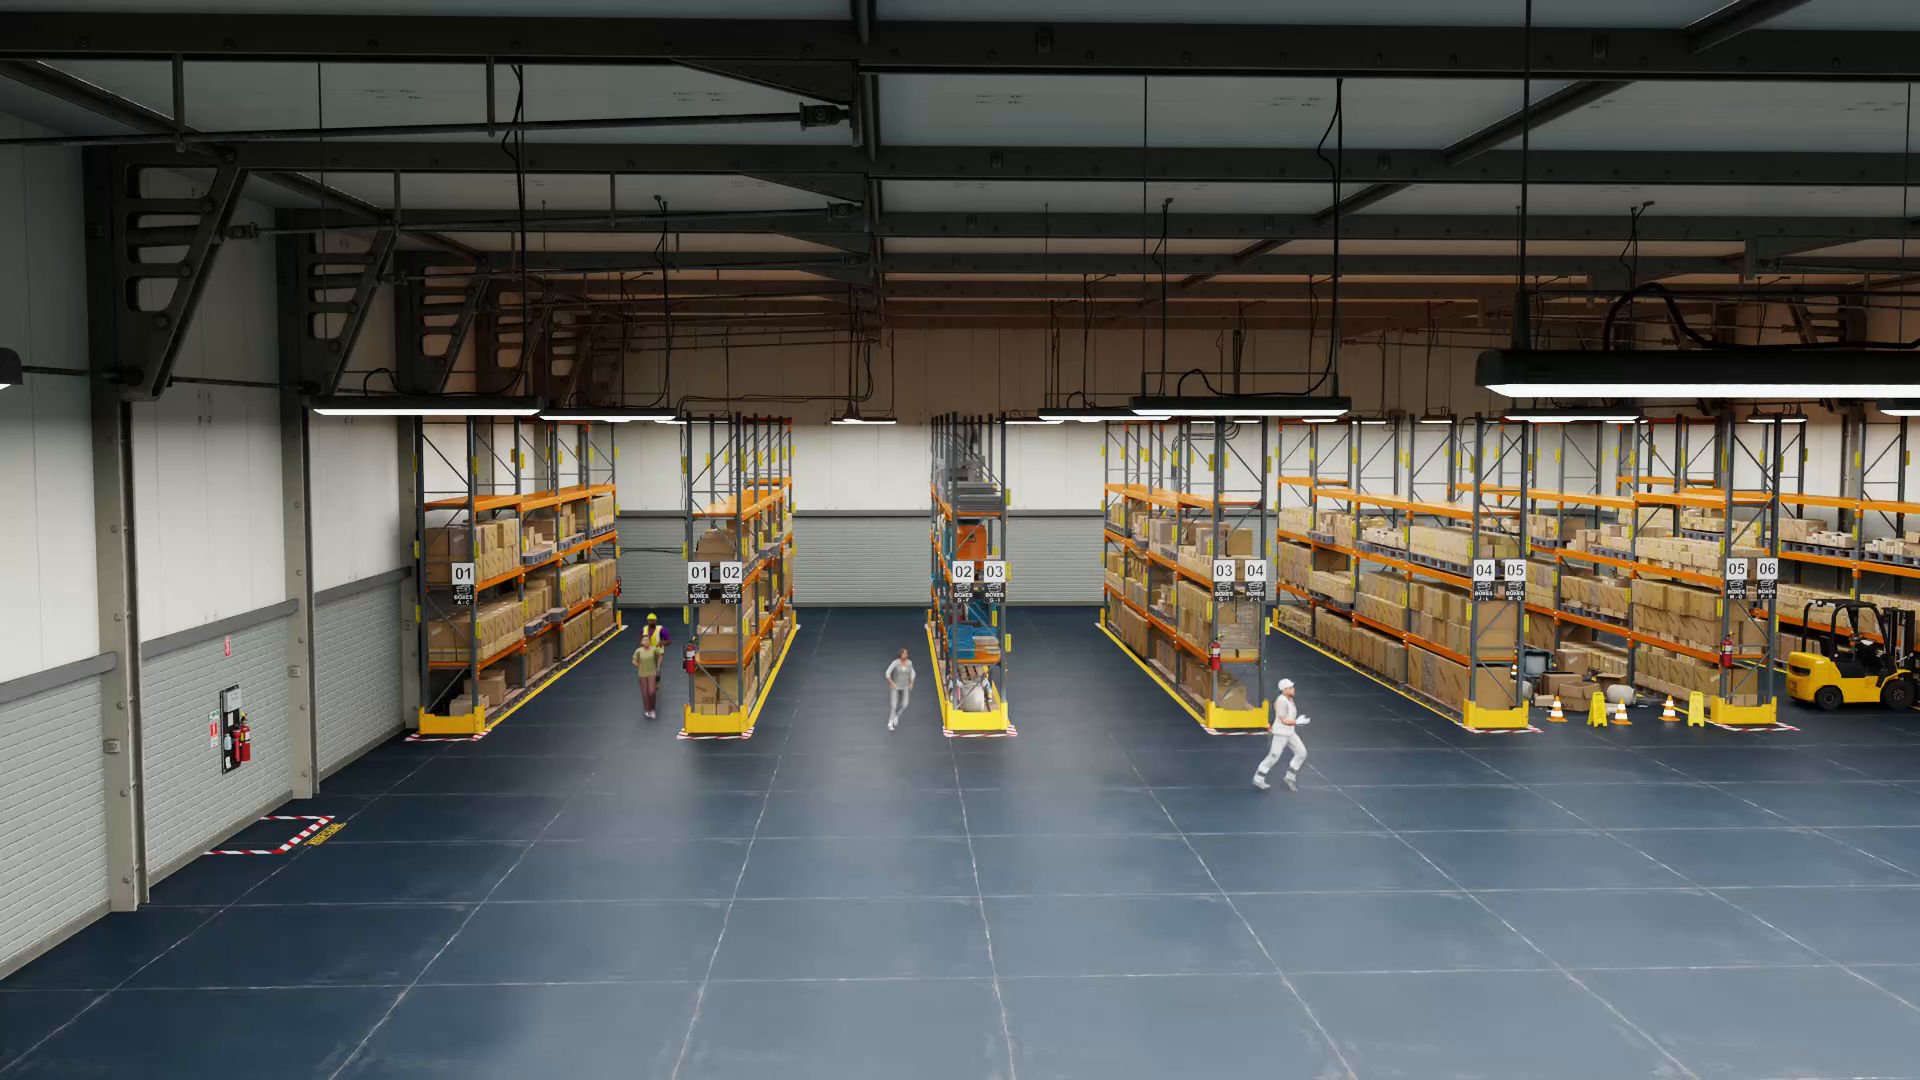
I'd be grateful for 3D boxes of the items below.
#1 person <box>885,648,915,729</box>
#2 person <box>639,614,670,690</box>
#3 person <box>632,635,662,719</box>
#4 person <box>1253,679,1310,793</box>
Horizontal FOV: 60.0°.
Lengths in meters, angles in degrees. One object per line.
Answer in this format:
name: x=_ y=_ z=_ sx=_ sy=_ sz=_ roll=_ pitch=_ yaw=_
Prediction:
person: x=-1.115 y=2.817 z=31.485 sx=0.603 sy=1.549 sz=0.473 roll=-1 pitch=4 yaw=-15
person: x=-6.491 y=2.442 z=35.313 sx=0.687 sy=1.773 sz=0.889 roll=0 pitch=4 yaw=-2
person: x=-6.134 y=2.677 z=32.574 sx=0.568 sy=1.665 sz=0.656 roll=0 pitch=4 yaw=-5
person: x=5.063 y=3.056 z=26.020 sx=0.898 sy=1.795 sz=0.673 roll=2 pitch=4 yaw=29
